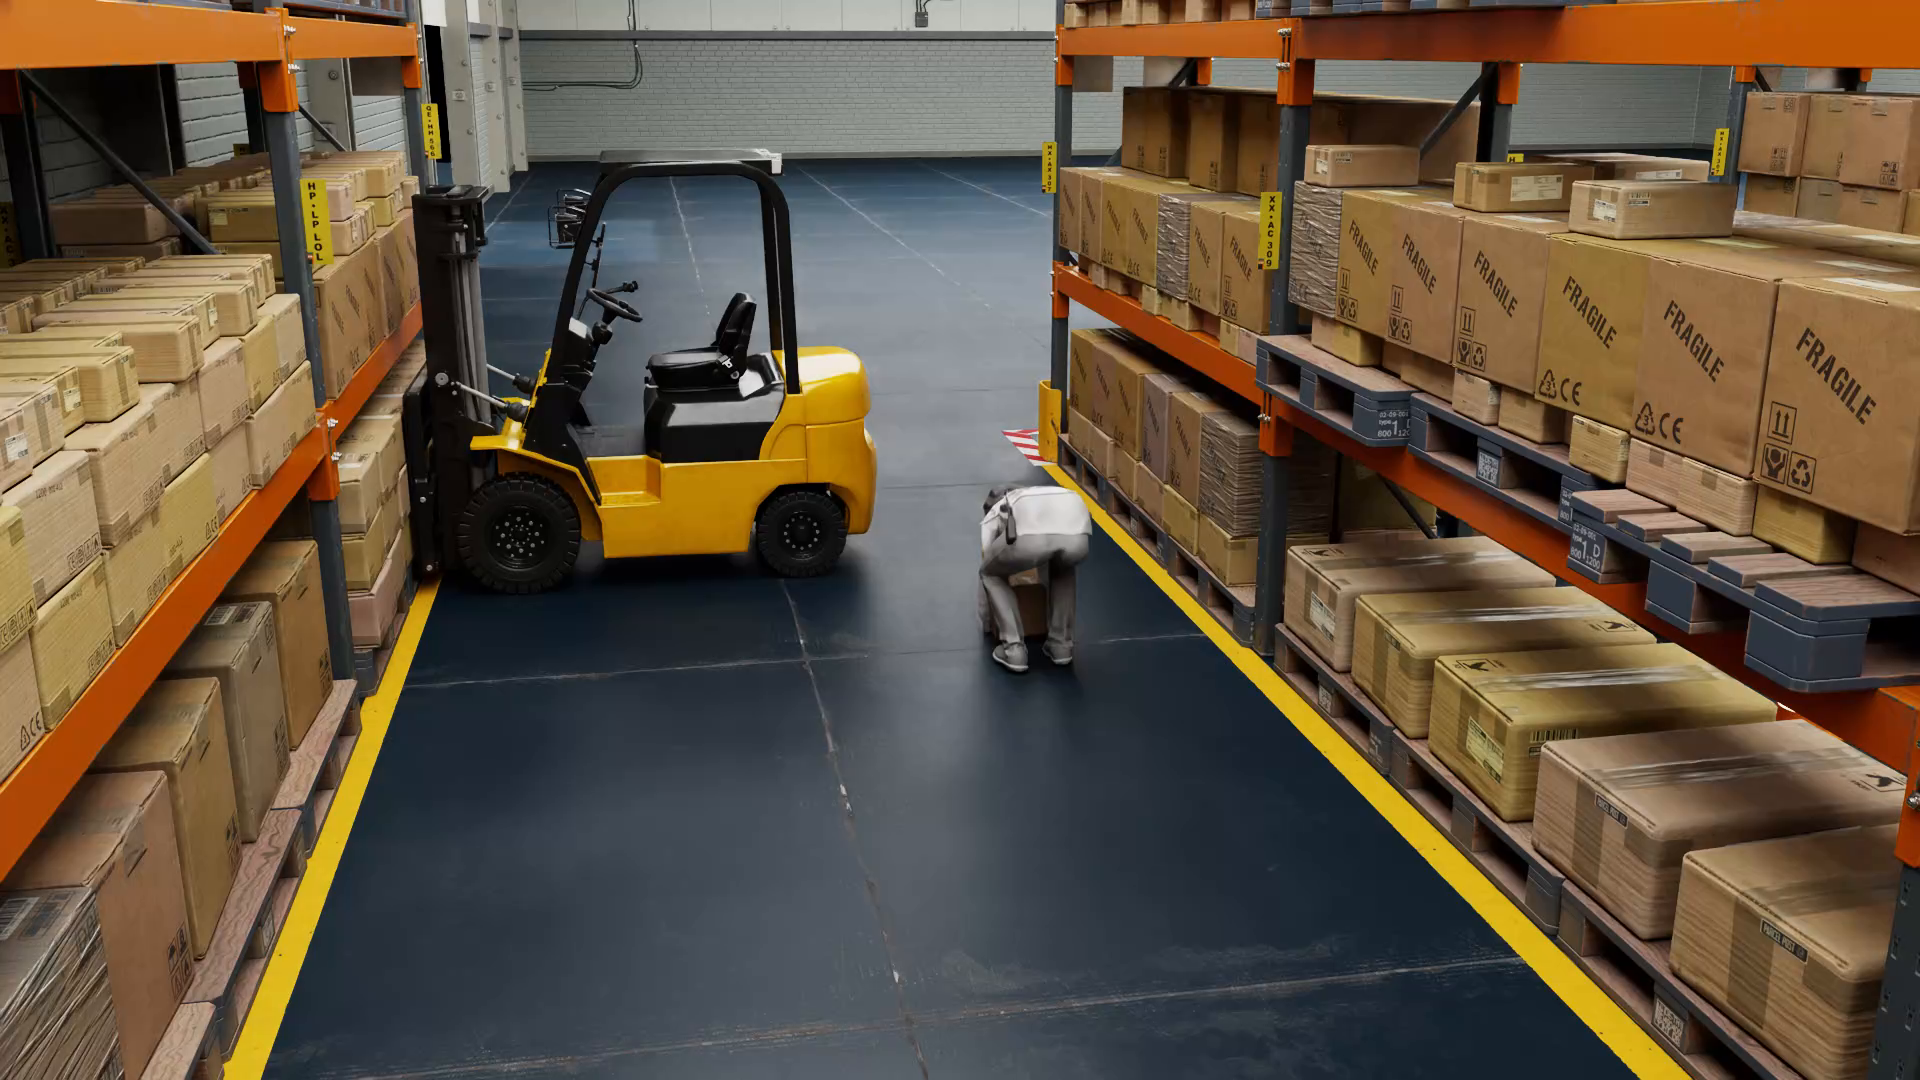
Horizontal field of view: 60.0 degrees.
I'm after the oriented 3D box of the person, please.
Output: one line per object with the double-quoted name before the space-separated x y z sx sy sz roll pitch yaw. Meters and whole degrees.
"person" 0.314 0.126 7.595 0.462 0.842 0.889 -4 17 -13
